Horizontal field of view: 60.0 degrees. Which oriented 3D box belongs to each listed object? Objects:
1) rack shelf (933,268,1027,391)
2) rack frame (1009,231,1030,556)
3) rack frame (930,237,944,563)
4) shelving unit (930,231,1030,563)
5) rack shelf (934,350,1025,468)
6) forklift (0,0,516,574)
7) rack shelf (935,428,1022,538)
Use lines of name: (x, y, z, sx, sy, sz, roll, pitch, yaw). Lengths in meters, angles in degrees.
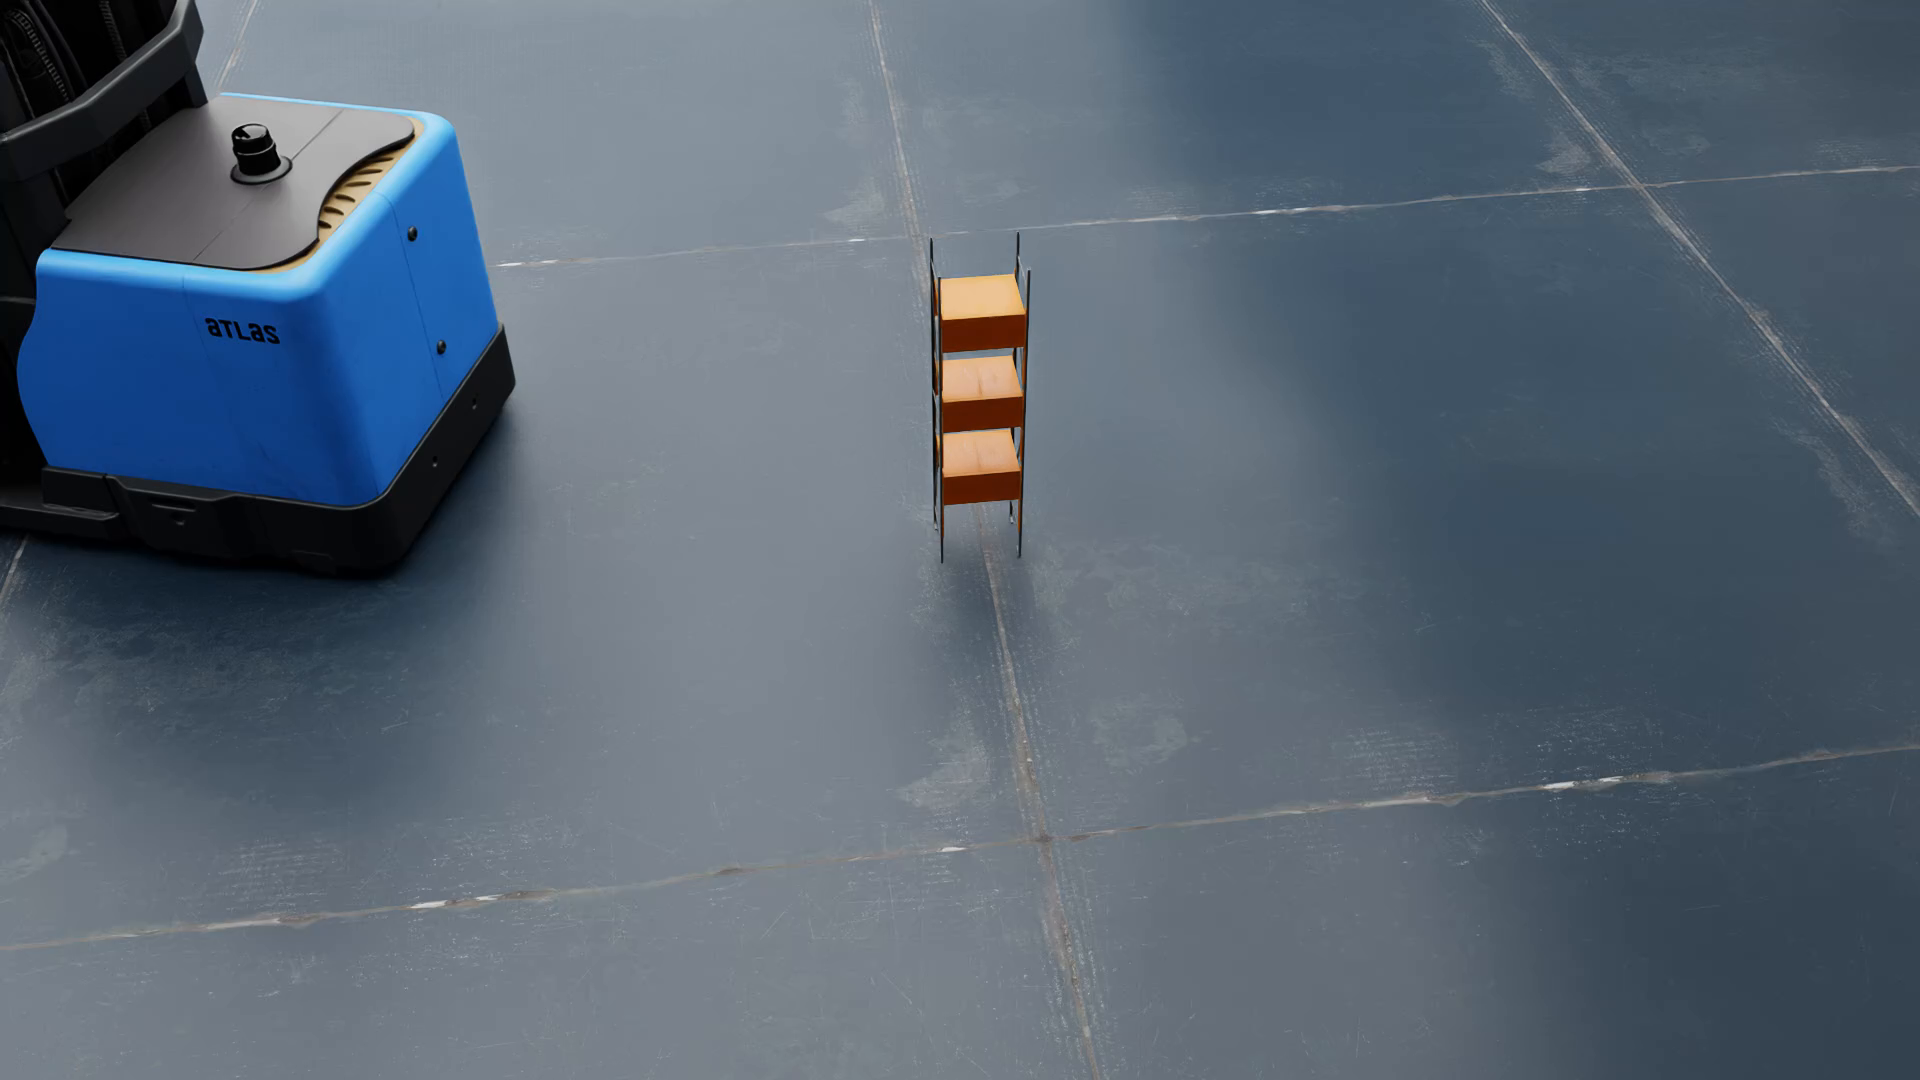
rack shelf: (0.053, -0.597, 4.721, 0.240, 0.259, 0.215, -5, 42, -6)
rack frame: (0.174, -0.405, 4.915, 0.008, 1.050, 0.200, -5, 42, -6)
rack frame: (-0.068, -0.384, 4.892, 0.008, 1.050, 0.200, -5, 42, -6)
shelving unit: (0.053, -0.394, 4.904, 0.252, 1.050, 0.215, -5, 42, -6)
rack shelf: (0.053, -0.387, 4.911, 0.240, 0.259, 0.215, -5, 42, -6)
forklift: (-3.102, -1.476, 4.699, 3.031, 2.935, 1.130, 8, 43, 8)
rack shelf: (0.053, -0.180, 5.097, 0.240, 0.259, 0.215, -5, 42, -6)
